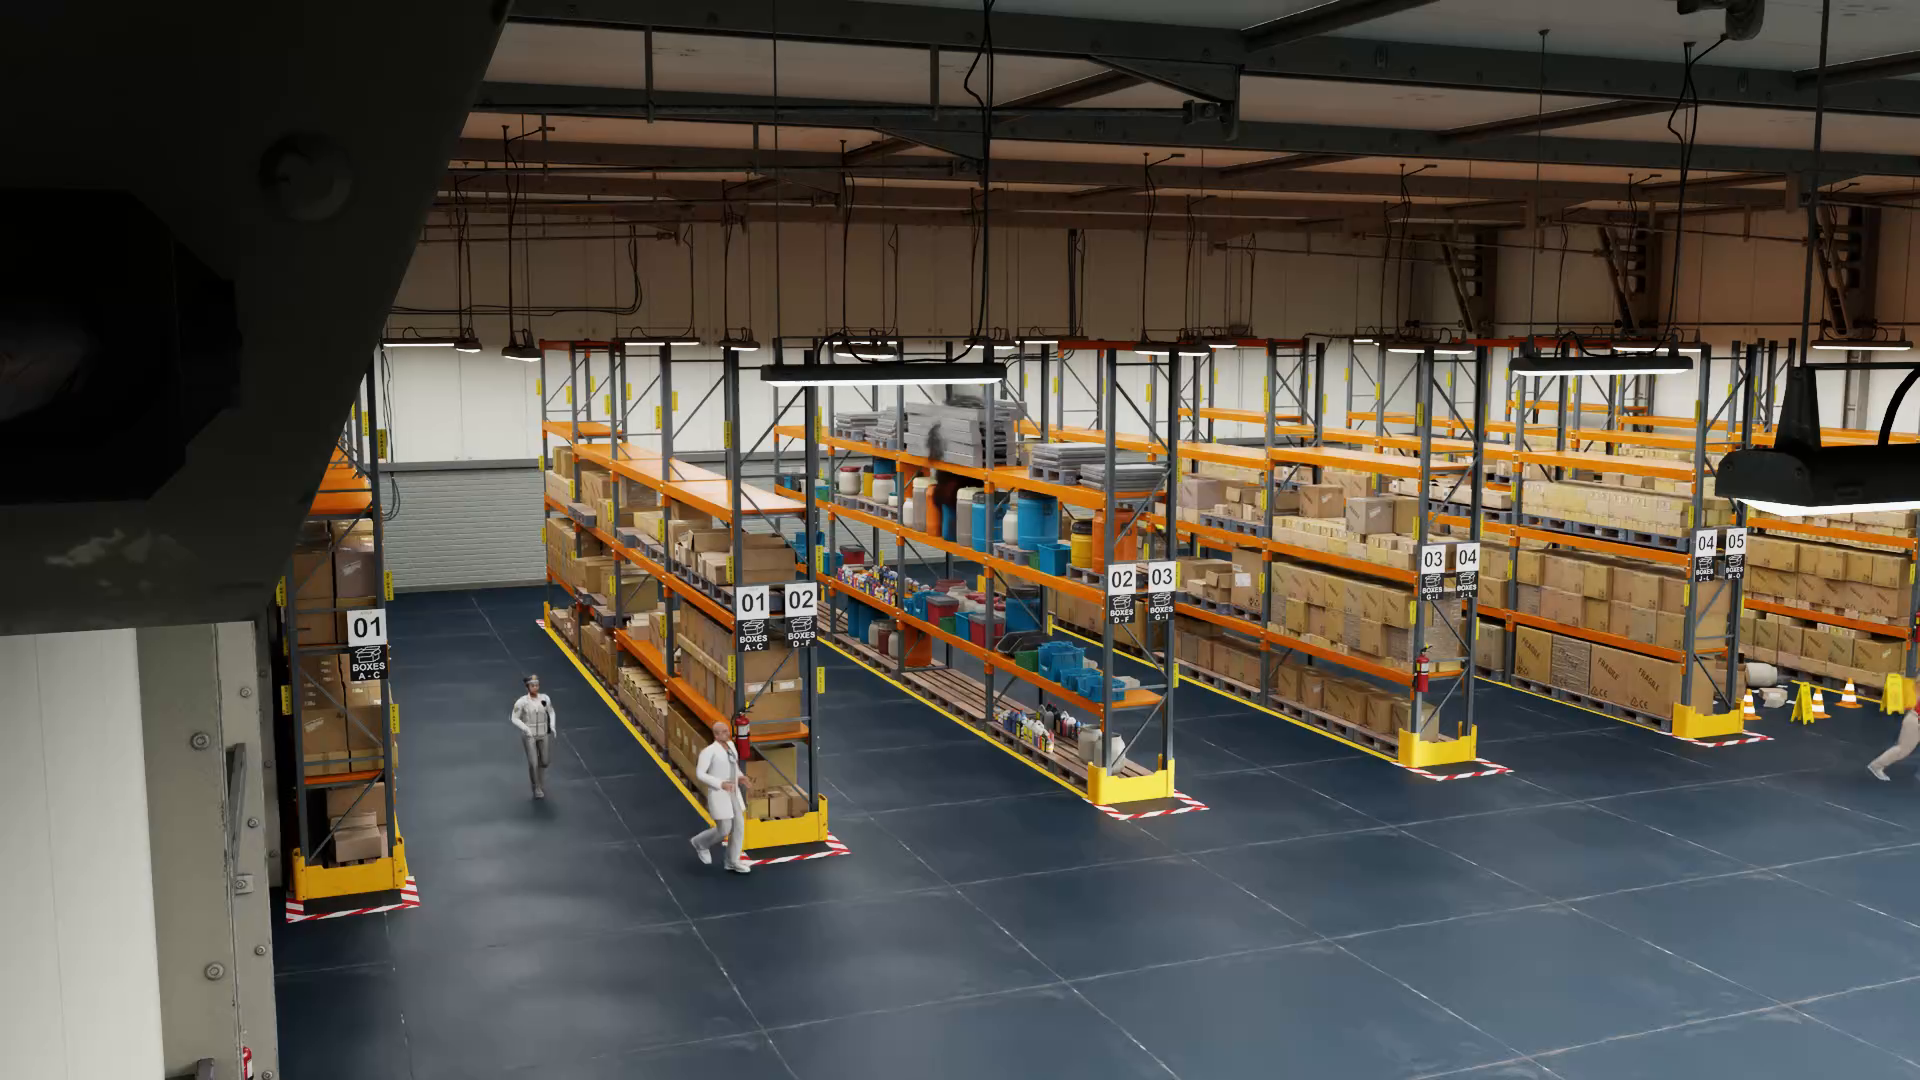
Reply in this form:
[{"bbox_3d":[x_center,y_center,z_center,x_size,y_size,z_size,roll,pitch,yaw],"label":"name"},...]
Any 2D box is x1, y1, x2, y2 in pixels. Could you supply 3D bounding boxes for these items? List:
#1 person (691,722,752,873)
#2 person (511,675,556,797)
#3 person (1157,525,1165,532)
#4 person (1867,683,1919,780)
[{"bbox_3d":[-2.771,3.005,19.292,0.795,1.668,0.737,4,9,31],"label":"person"},{"bbox_3d":[-5.723,2.619,22.397,0.616,1.660,0.554,-4,8,-28],"label":"person"},{"bbox_3d":[4.575,0.511,38.294,0.709,1.765,0.824,-4,8,-28],"label":"person"},{"bbox_3d":[13.076,2.597,22.806,0.971,1.697,0.707,4,8,28],"label":"person"}]
